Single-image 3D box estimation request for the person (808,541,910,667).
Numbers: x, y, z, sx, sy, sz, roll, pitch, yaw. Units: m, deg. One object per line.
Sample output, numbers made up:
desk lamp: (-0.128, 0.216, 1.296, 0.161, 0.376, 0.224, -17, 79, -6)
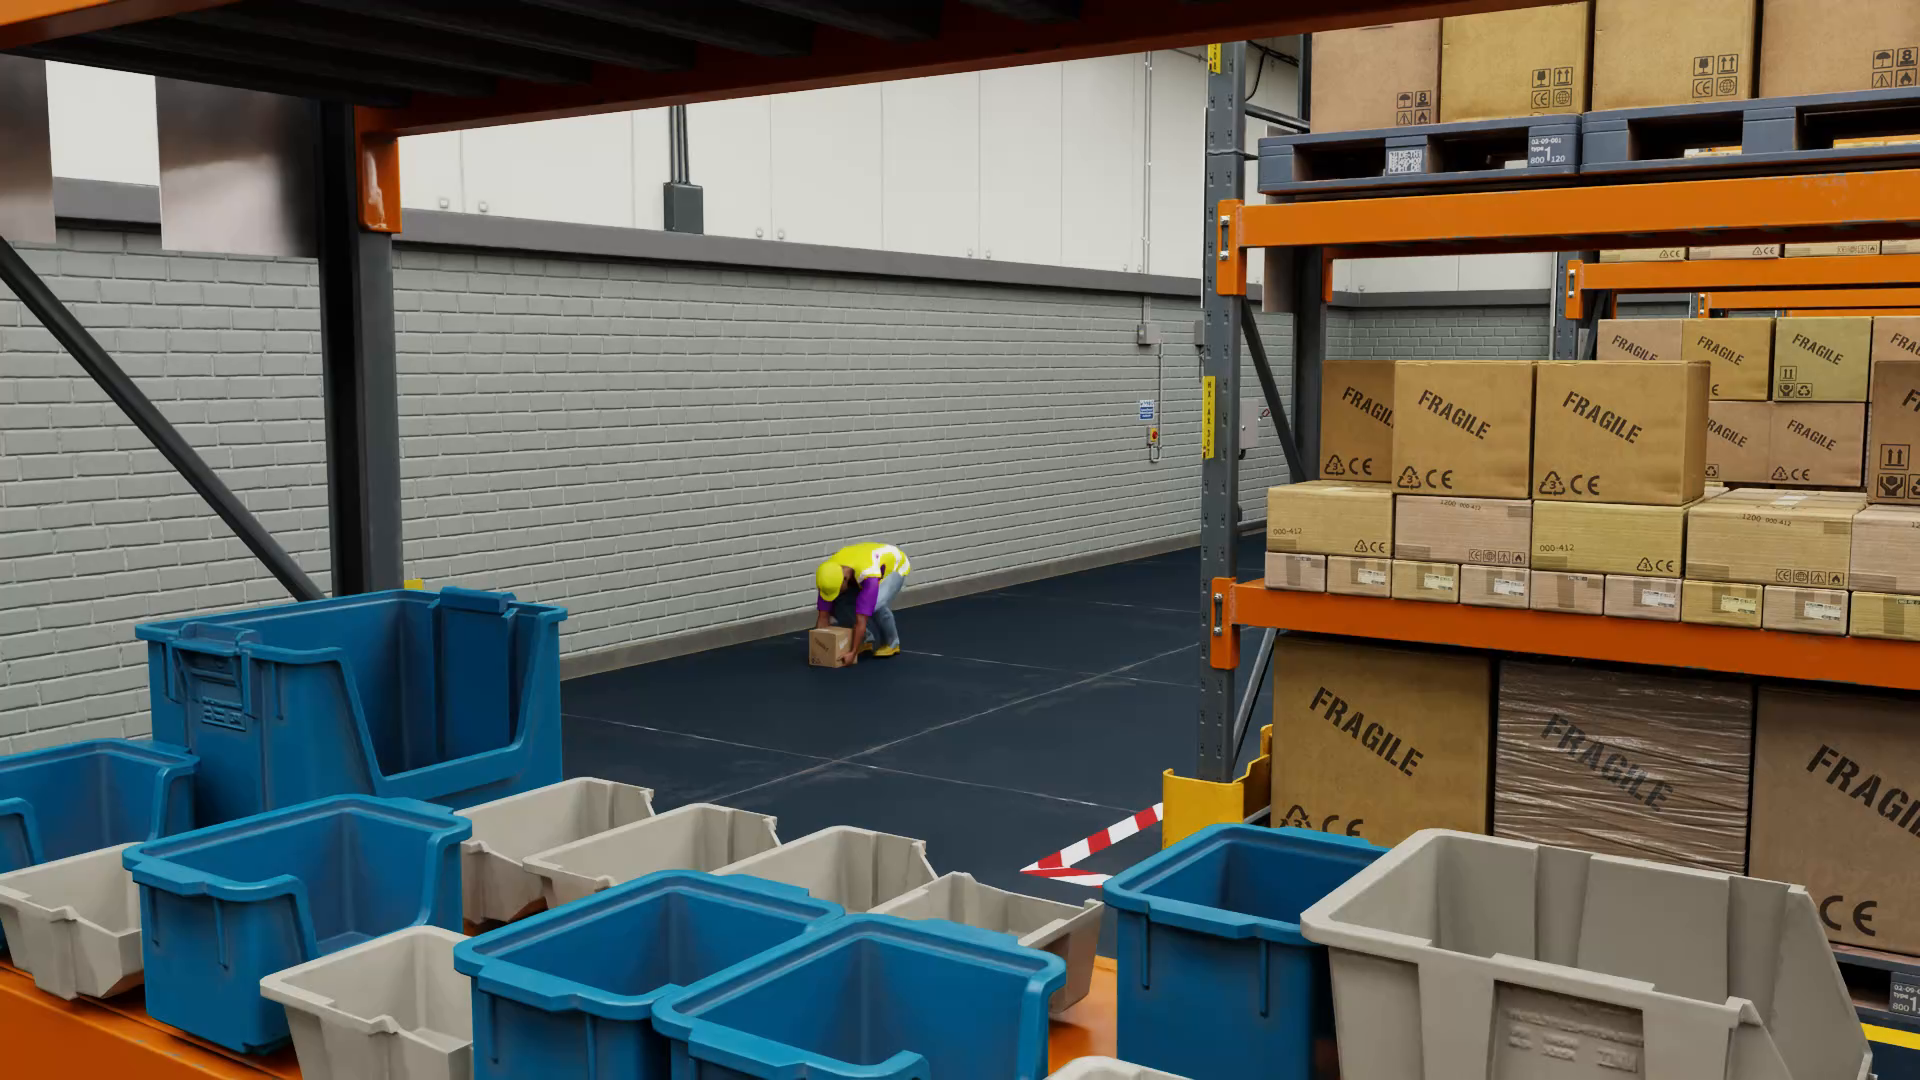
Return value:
person: (-0.742, 0.462, 12.270, 0.516, 0.863, 0.980, 4, 7, 32)
